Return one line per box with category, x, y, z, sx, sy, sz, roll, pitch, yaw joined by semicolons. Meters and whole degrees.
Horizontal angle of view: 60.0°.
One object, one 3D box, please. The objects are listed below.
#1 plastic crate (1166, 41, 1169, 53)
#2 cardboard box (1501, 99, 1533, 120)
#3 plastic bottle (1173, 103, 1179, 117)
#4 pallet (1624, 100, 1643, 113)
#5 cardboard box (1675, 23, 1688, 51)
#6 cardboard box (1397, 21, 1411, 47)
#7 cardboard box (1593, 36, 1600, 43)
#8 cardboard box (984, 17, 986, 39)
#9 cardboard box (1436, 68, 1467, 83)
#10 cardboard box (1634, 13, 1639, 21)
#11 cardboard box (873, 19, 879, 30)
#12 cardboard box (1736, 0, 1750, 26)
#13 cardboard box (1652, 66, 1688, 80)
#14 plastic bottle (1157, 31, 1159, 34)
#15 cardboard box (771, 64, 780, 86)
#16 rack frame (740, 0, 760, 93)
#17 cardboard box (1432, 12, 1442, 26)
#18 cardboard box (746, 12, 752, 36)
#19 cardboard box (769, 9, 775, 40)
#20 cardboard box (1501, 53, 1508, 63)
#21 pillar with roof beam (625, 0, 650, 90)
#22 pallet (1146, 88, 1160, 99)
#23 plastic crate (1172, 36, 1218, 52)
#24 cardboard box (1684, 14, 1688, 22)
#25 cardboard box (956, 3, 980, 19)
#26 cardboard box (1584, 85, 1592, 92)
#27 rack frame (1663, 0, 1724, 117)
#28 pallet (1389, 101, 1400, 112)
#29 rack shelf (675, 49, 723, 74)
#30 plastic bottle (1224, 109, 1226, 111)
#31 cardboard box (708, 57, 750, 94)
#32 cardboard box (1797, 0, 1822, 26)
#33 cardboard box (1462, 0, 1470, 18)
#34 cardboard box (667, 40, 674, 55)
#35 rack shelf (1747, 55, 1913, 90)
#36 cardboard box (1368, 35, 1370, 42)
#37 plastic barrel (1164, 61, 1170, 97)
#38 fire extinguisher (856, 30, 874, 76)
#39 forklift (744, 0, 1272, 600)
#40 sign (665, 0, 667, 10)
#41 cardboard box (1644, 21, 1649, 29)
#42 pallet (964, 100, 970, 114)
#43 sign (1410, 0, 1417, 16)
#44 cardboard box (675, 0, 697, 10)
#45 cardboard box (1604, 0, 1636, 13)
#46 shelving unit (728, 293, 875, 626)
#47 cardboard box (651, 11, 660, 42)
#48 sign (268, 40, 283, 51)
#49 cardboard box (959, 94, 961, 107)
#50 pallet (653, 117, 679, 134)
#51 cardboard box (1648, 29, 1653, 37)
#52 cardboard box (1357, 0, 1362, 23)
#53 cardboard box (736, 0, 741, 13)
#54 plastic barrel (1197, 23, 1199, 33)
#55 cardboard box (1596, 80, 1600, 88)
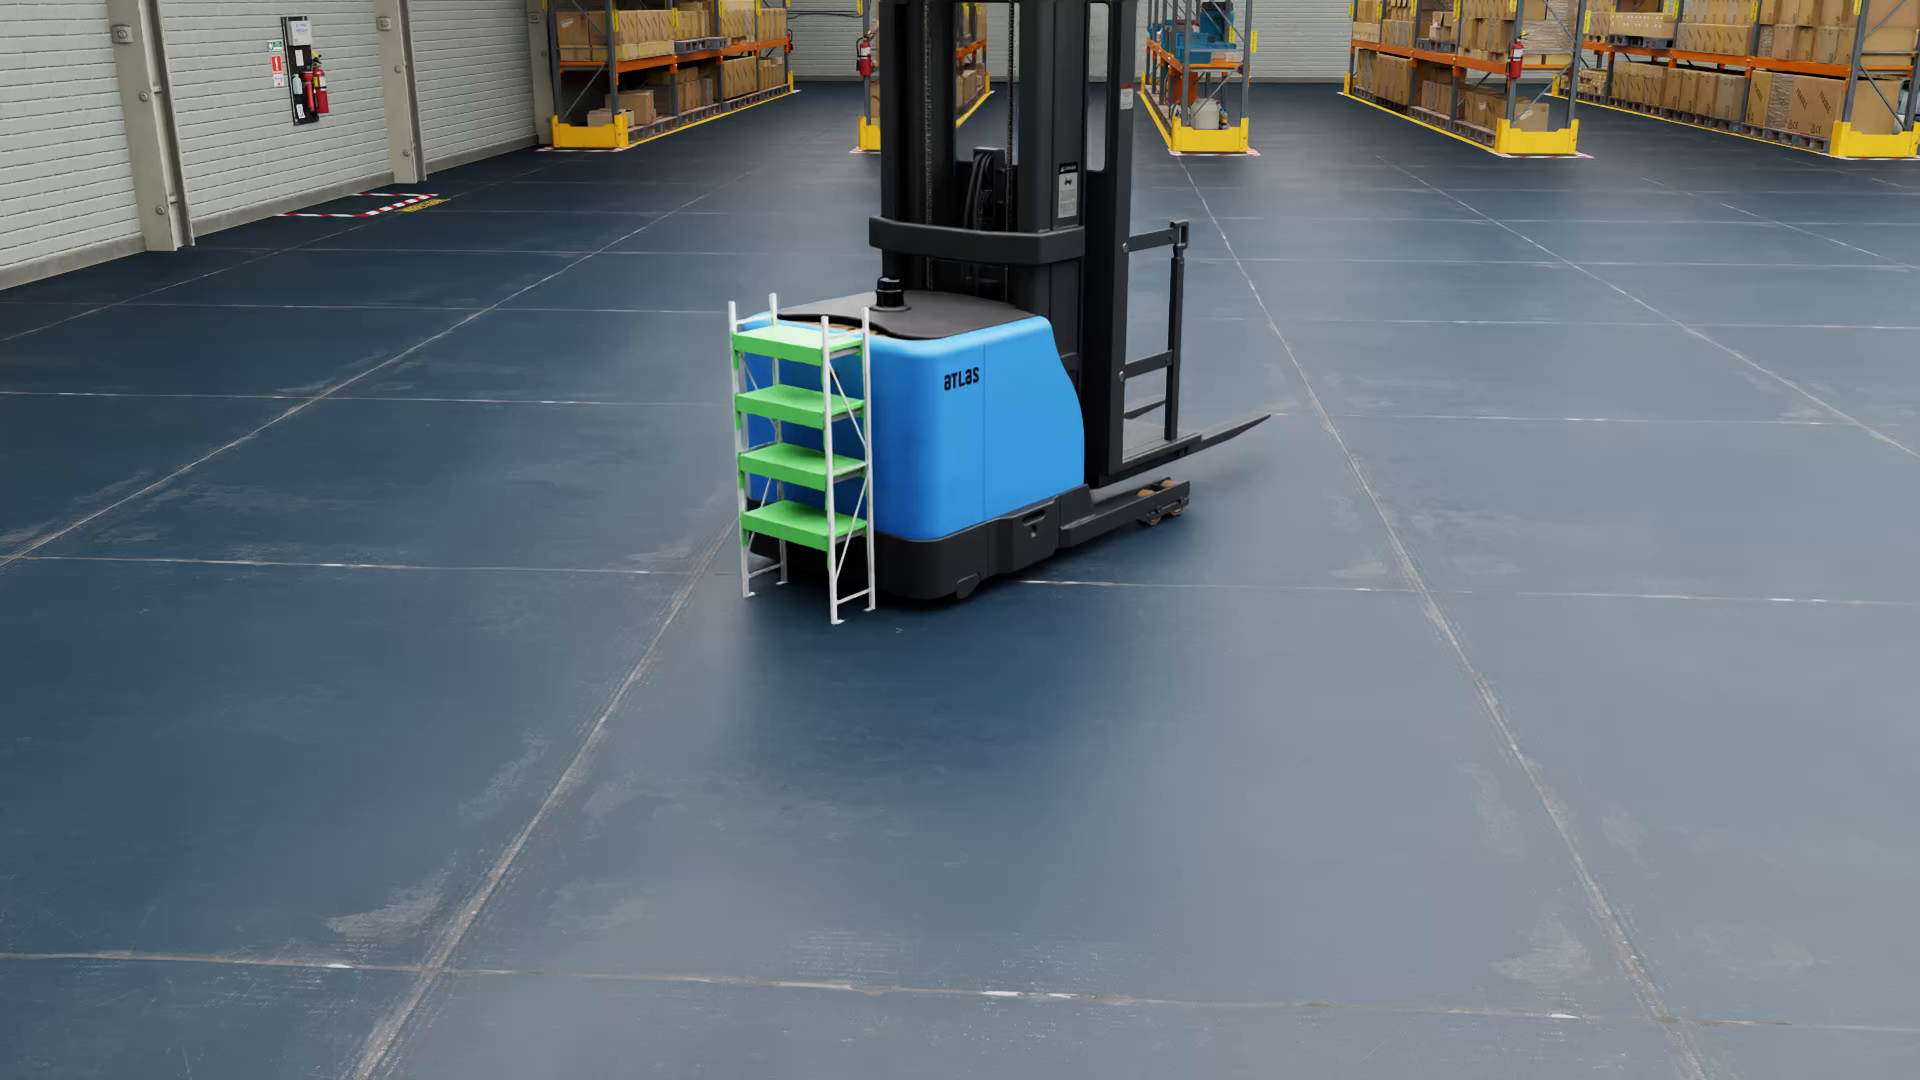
plastic crate;4.072;-9.198;31.017;0.450;0.188;0.662;1;18;4
cardboard box;8.952;-6.790;26.669;0.500;0.500;0.500;6;19;18
plastic bottle;3.712;-7.270;28.339;0.144;0.351;0.185;1;18;3
pallet;14.543;-9.037;34.662;1.003;0.211;1.213;1;18;4
cardboard box;14.094;-9.655;31.912;0.500;0.500;0.500;1;18;5
cardboard box;9.319;-10.406;34.202;0.500;0.500;0.500;1;18;2
cardboard box;14.490;-11.287;37.455;0.380;0.149;0.250;1;18;2
cardboard box;0.354;-12.331;40.079;0.500;0.500;0.500;1;18;4
cardboard box;9.409;-8.887;31.831;0.500;0.250;0.500;3;18;10
cardboard box;14.087;-10.749;34.183;0.380;0.149;0.250;2;18;6
cardboard box;-1.161;-8.100;26.122;0.380;0.149;0.250;1;18;3
cardboard box;14.173;-9.336;29.330;0.700;0.500;0.500;1;18;3
cardboard box;14.183;-9.328;33.208;0.500;0.250;0.500;1;18;3
plastic bottle;4.362;-10.928;36.157;0.152;0.276;0.135;1;18;4
cardboard box;-4.779;-11.336;40.542;0.700;0.500;0.500;1;18;4
rack frame;-5.080;-11.457;37.572;1.000;3.000;0.127;1;18;4
cardboard box;9.456;-9.962;32.173;0.500;0.500;0.500;-1;18;-3
cardboard box;-4.888;-11.348;36.568;0.500;0.500;0.500;1;18;4
cardboard box;-4.924;-12.221;39.420;0.980;0.700;0.700;0;18;1
cardboard box;8.681;-7.529;25.986;0.380;0.149;0.250;1;18;4
pillar with roof beam;-2.029;-12.585;31.380;9.100;9.000;0.400;1;18;4
pallet;4.901;-10.520;39.190;1.003;0.211;1.213;1;18;4
plastic crate;4.064;-8.562;28.836;0.767;0.338;0.504;1;18;4
cardboard box;14.660;-10.403;33.127;0.380;0.149;0.250;1;18;4
cardboard box;0.176;-12.011;37.494;0.500;0.500;0.500;2;18;5
cardboard box;14.444;-10.279;37.880;0.380;0.149;0.250;1;18;4
rack frame;14.395;-9.741;32.334;1.000;3.000;0.127;1;18;4
pallet;9.677;-9.179;35.098;1.003;0.211;1.213;1;18;4
rack shelf;-5.510;-9.252;31.997;1.077;0.370;4.000;1;18;4
plastic bottle;4.417;-7.054;27.788;0.061;0.283;0.133;2;18;5
cardboard box;-5.057;-10.154;36.373;0.750;0.750;0.750;2;18;6
cardboard box;13.918;-8.467;26.470;0.875;0.550;0.500;1;18;4
cardboard box;8.883;-9.171;28.350;0.500;0.500;0.500;1;18;4
cardboard box;-5.385;-8.757;29.540;0.500;0.250;0.500;1;18;4
rack shelf;13.965;-7.536;26.759;1.077;0.370;4.000;1;18;4
cardboard box;9.510;-11.428;37.885;0.380;0.149;0.250;2;18;5
plastic barrel;4.695;-10.050;35.973;0.600;0.901;0.708;1;18;4
fire extinguisher;-1.471;-7.558;25.795;0.296;0.674;0.183;1;18;4
forklift;0.423;-1.546;7.435;1.130;2.935;3.031;14;23;37
sign;-5.920;-10.777;33.635;0.100;0.325;0.005;1;18;4
cardboard box;14.029;-10.369;33.501;0.380;0.149;0.250;1;18;4
pallet;-0.334;-9.011;34.586;1.003;0.211;1.213;1;18;4
sign;8.901;-10.445;32.622;0.100;0.325;0.005;1;18;4
cardboard box;-5.593;-10.916;34.046;0.500;0.250;0.500;2;18;5
cardboard box;14.446;-11.800;36.372;0.500;0.500;0.500;1;18;2
shelving unit;-0.609;-0.318;6.462;0.503;1.200;0.258;14;23;37
cardboard box;-5.456;-8.802;28.473;0.500;0.500;0.500;1;18;2
sign;-7.531;-5.438;18.292;0.001;0.109;0.331;1;18;4
cardboard box;-0.253;-8.670;32.805;0.500;0.250;0.500;1;18;3
pallet;-5.666;-7.438;29.784;1.003;0.211;1.213;1;18;4
cardboard box;14.010;-10.142;33.286;0.380;0.149;0.250;2;18;5
cardboard box;9.689;-12.496;39.301;0.500;0.500;0.500;1;18;3
cardboard box;-4.977;-11.386;35.479;0.500;0.250;0.500;1;18;3
plastic barrel;4.516;-9.108;30.185;0.433;0.535;0.433;0;18;0
cardboard box;14.394;-10.159;37.035;0.380;0.149;0.250;0;18;1
